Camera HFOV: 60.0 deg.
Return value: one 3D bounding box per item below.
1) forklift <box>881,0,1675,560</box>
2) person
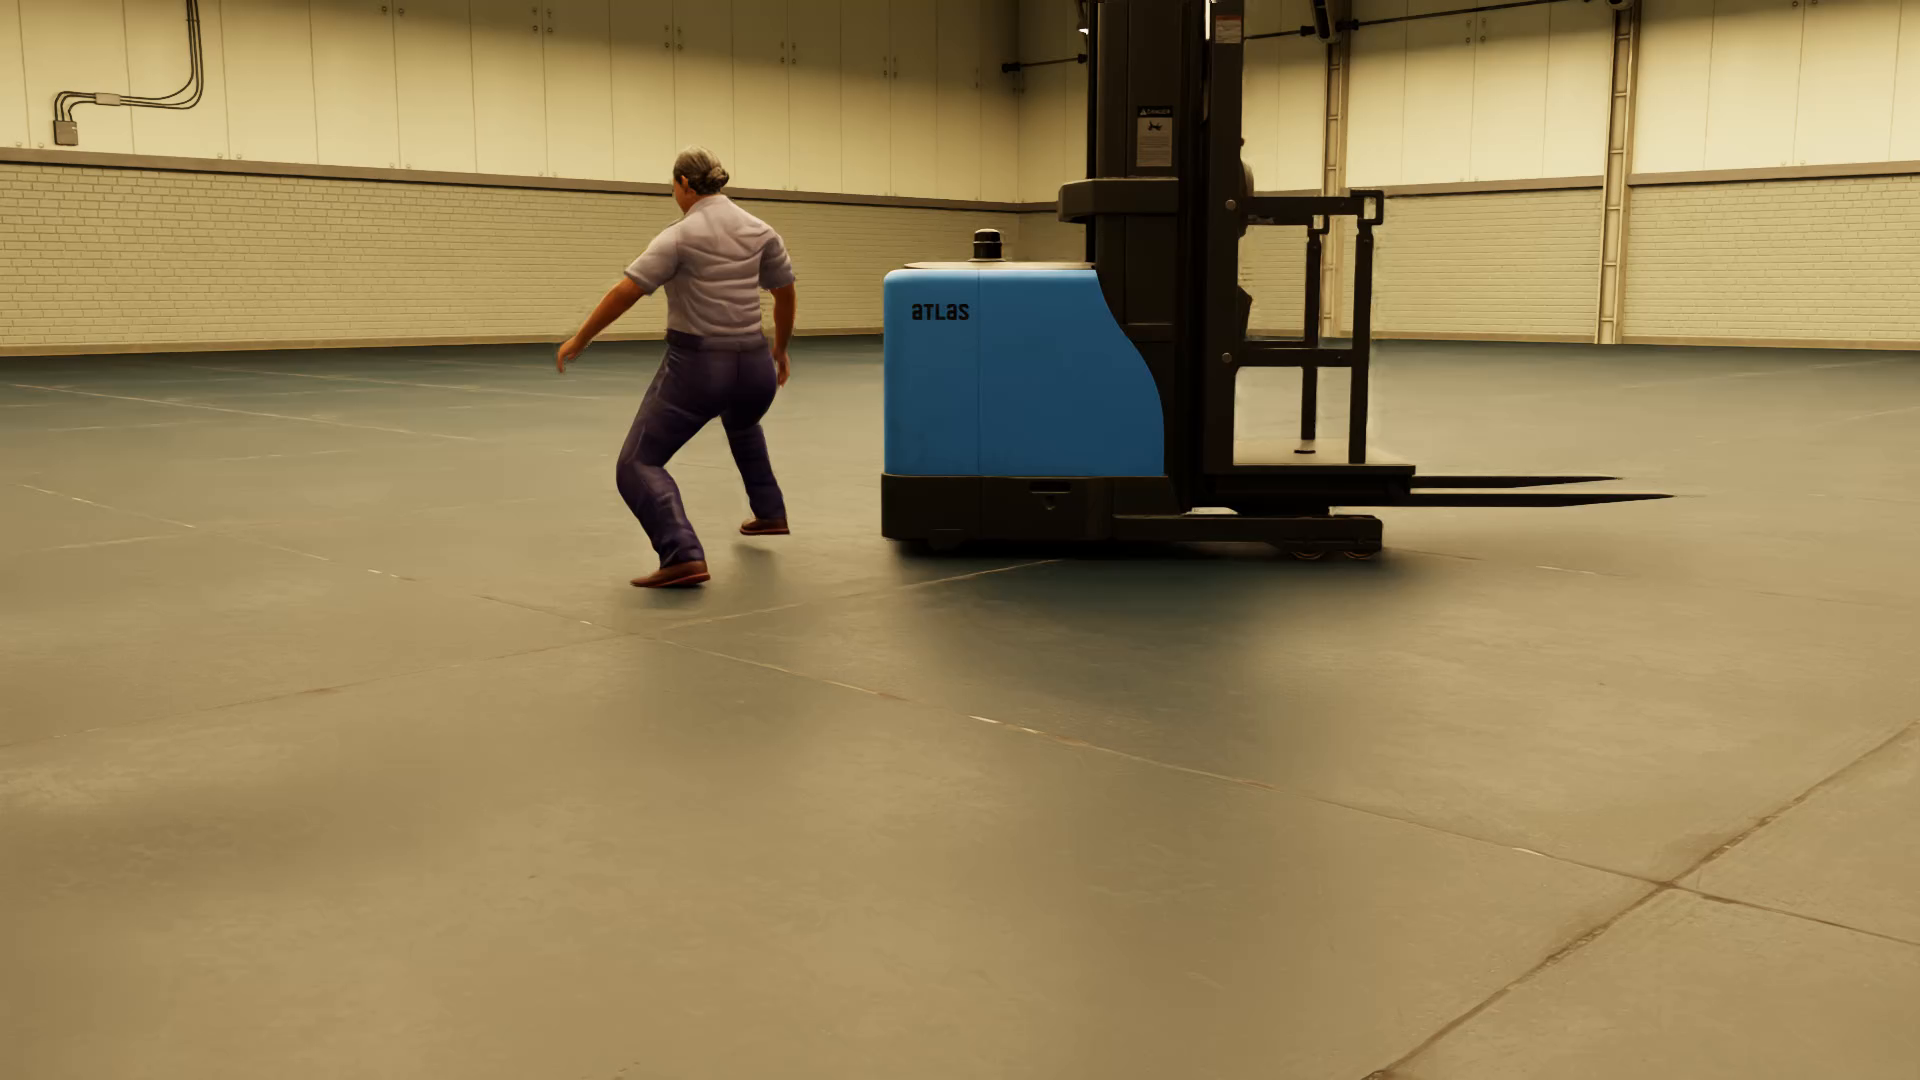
[{"bbox_3d":[1.225,-1.453,6.526,3.031,2.935,1.130,0,9,1],"label":"forklift"},{"bbox_3d":[-0.923,-0.625,5.929,0.913,1.530,0.696,-7,11,-39],"label":"person"}]
